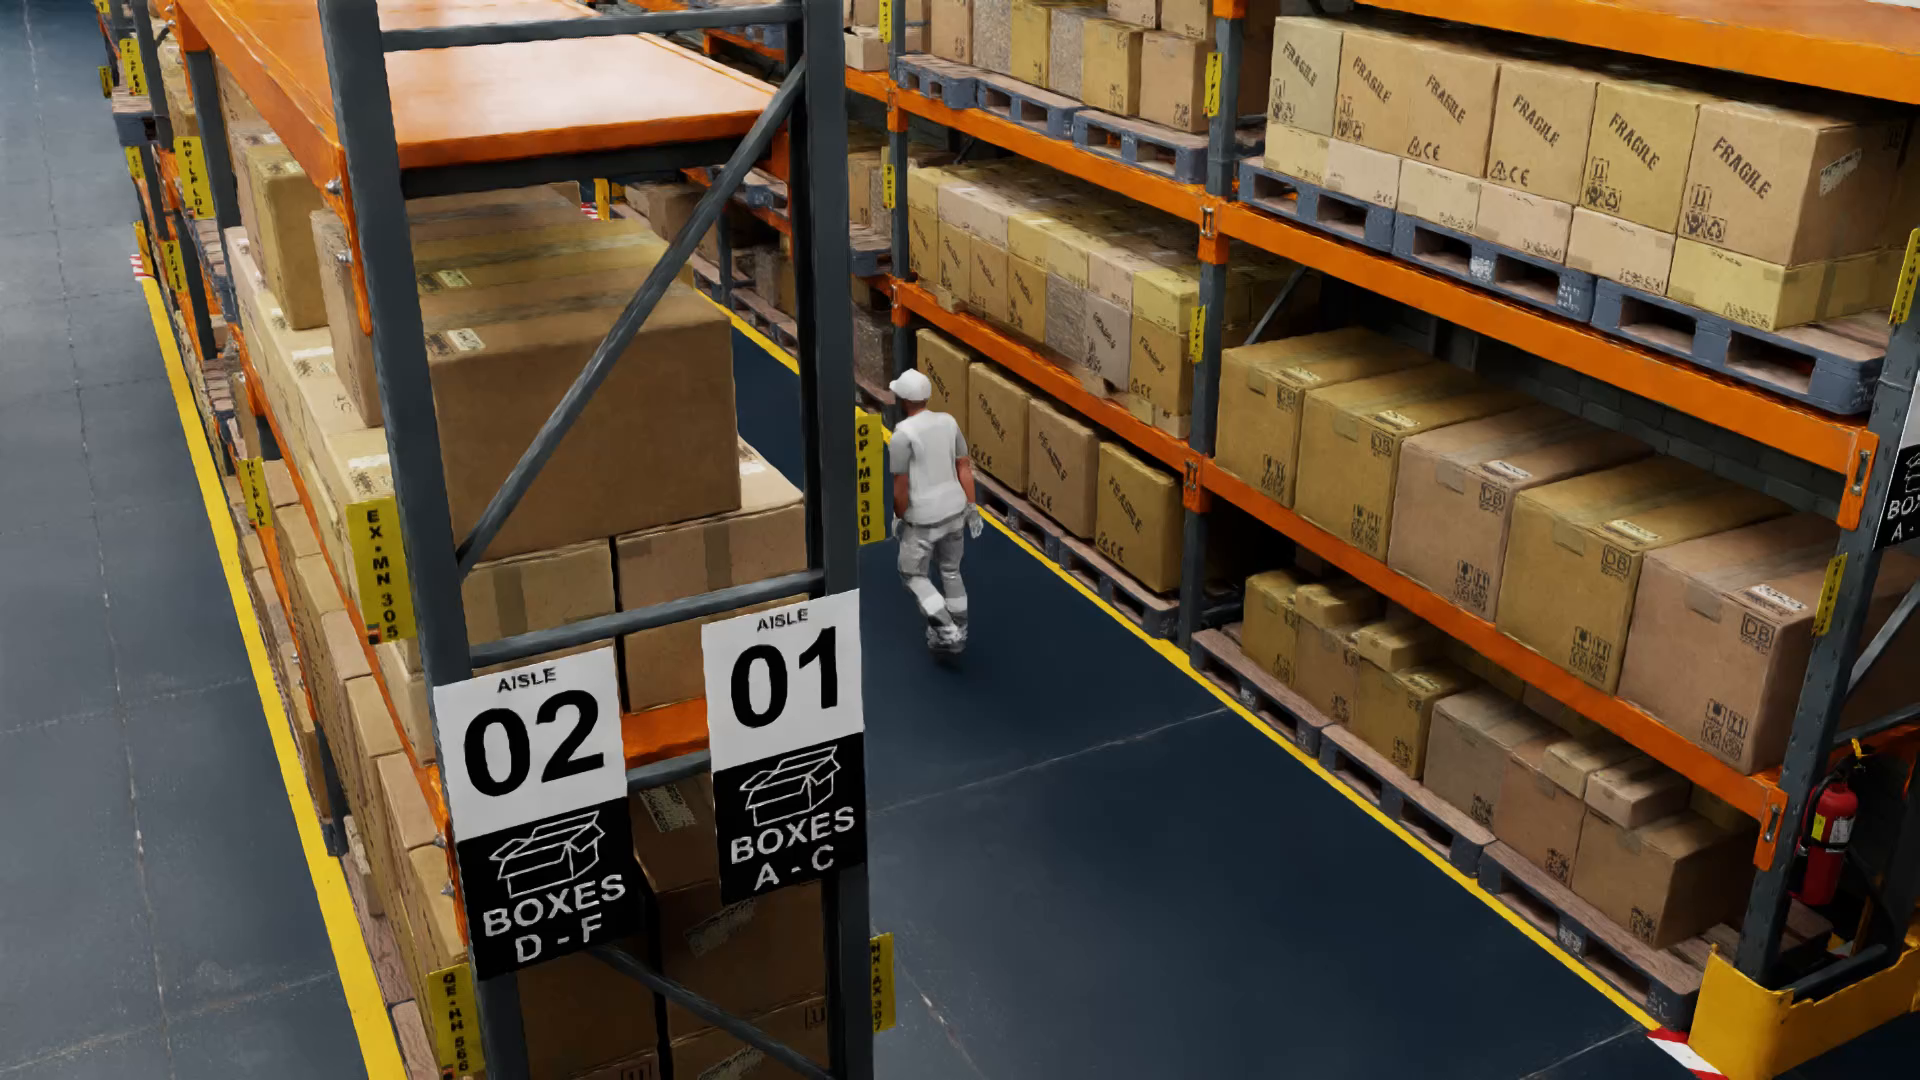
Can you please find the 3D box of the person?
[{"bbox_3d":[-0.155,-0.131,9.884,0.536,1.761,0.682,-23,34,-40],"label":"person"}]
